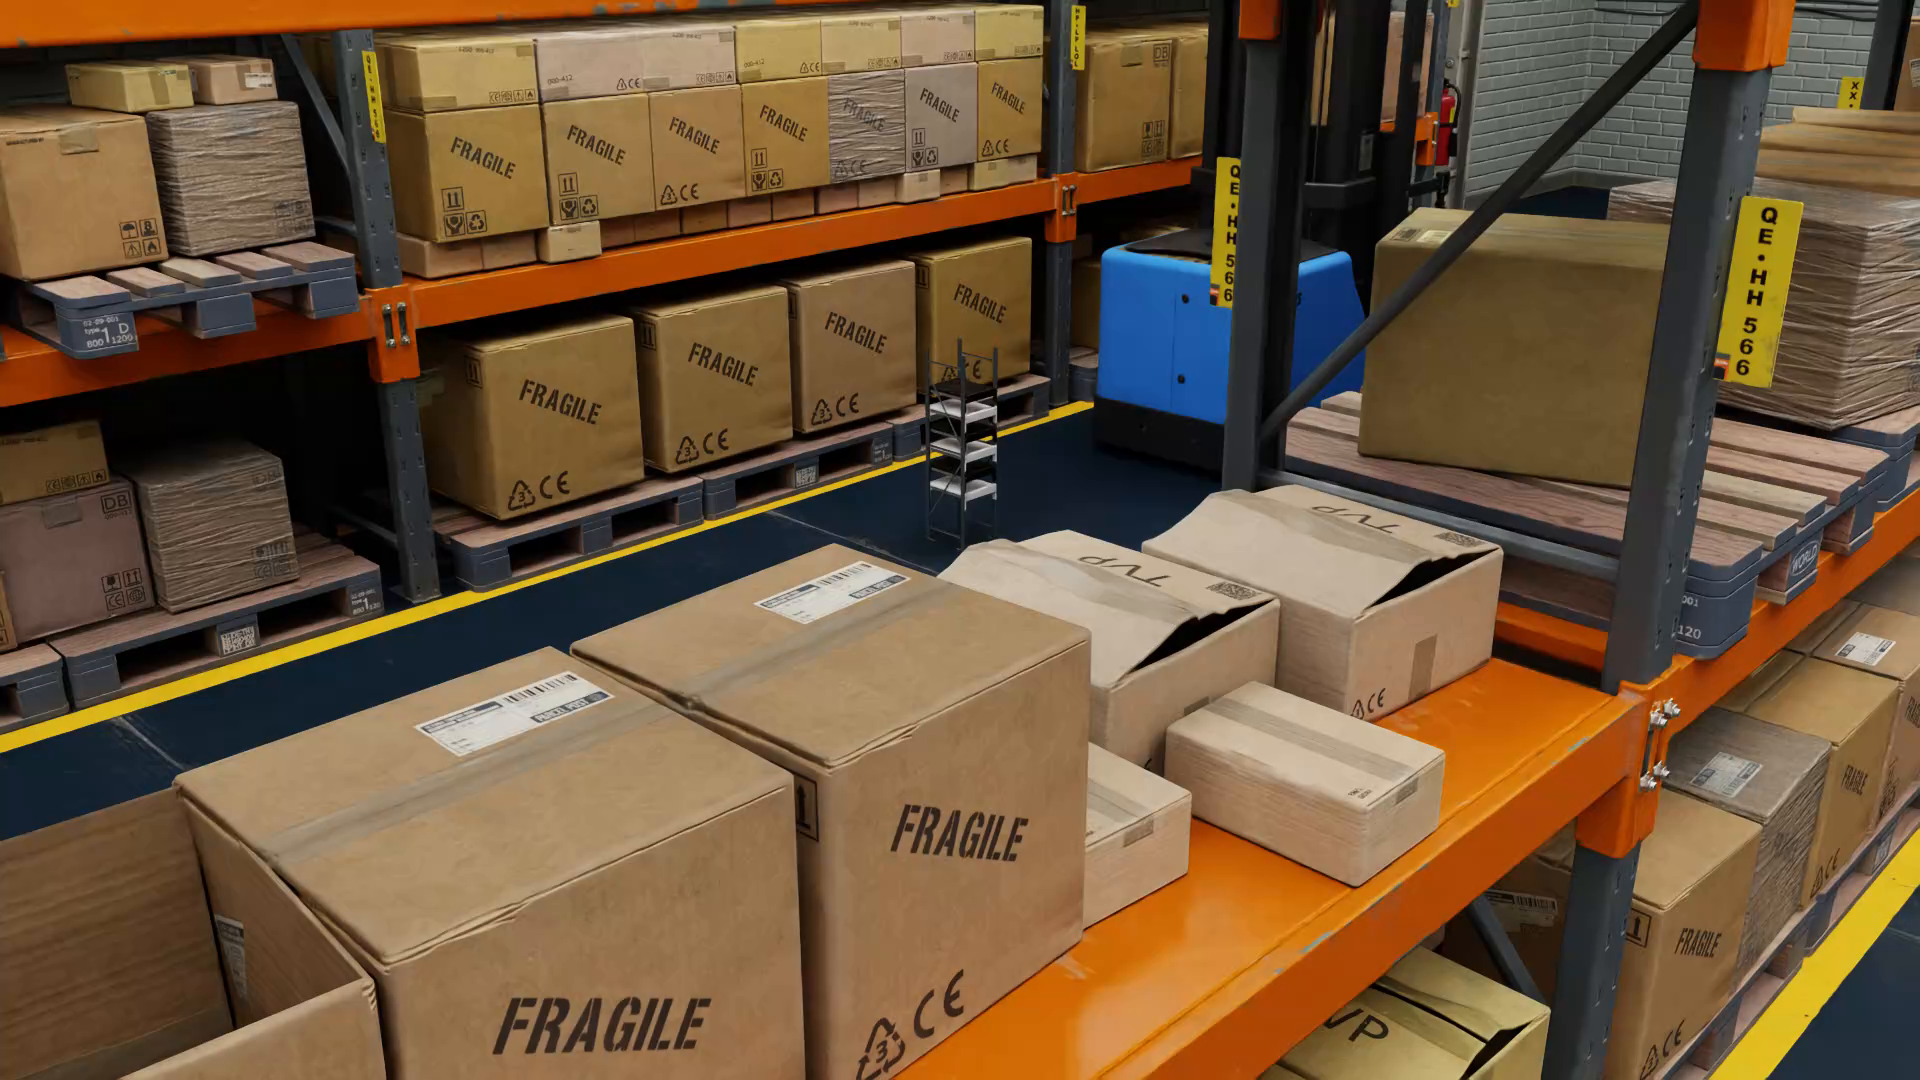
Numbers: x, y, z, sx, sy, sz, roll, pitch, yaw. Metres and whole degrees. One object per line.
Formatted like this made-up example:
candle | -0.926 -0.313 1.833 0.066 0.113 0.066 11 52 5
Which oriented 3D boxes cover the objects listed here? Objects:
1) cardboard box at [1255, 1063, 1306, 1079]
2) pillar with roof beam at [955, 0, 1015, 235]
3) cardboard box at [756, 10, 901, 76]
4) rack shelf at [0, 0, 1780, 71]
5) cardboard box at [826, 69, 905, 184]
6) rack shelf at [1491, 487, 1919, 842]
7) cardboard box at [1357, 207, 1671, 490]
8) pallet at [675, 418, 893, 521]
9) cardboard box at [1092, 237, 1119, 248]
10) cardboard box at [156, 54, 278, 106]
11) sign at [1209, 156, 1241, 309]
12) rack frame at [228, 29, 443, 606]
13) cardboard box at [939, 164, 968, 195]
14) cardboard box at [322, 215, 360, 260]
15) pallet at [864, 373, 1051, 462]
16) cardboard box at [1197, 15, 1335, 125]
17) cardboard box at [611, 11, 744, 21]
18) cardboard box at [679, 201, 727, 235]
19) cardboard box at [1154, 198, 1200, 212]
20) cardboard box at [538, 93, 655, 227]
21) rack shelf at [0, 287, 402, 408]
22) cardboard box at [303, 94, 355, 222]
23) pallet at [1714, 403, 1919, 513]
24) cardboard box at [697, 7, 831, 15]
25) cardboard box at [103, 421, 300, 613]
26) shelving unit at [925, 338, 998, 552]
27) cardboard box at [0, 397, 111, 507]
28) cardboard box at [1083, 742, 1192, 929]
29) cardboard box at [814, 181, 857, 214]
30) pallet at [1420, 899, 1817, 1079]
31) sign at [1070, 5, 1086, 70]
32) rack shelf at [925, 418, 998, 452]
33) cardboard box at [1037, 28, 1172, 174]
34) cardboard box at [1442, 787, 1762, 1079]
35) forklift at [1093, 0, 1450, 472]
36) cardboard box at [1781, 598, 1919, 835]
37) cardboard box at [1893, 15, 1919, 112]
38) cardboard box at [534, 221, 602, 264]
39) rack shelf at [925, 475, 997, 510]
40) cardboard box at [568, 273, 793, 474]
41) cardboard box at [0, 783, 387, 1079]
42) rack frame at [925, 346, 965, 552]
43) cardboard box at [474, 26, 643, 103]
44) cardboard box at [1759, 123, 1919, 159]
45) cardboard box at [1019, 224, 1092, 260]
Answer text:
cardboard box | 0.442 1.129 2.921 0.500 0.311 0.500 19 28 40
pillar with roof beam | 3.181 -4.414 6.516 9.100 9.000 0.400 19 28 41
cardboard box | -0.634 -2.396 7.999 0.500 0.250 0.500 -19 28 -41
rack shelf | -0.406 -0.578 1.719 1.077 0.370 4.000 19 28 41
cardboard box | -0.619 -2.047 8.139 0.500 0.500 0.500 19 28 41
rack shelf | 2.384 -0.206 4.933 1.077 0.370 4.000 19 28 41
cardboard box | 1.347 -0.461 3.867 0.700 0.500 0.500 9 23 23
pallet | -1.108 -0.461 8.480 1.003 0.211 1.213 19 28 41
cardboard box | 1.175 -1.619 10.505 0.700 0.500 0.500 19 28 40
cardboard box | -2.782 -1.725 6.226 0.380 0.149 0.250 15 26 34
sign | 0.594 -0.665 3.620 0.100 0.325 0.005 19 28 41
rack frame | -2.563 -1.267 6.689 1.000 3.000 0.127 19 28 41
cardboard box | -0.178 -1.903 8.667 0.250 0.149 0.380 -19 28 -40
cardboard box | -2.519 -1.307 7.115 0.250 0.149 0.380 -20 28 -41
pallet | -0.257 -0.776 9.300 1.003 0.211 1.213 19 28 41
cardboard box | 2.170 -3.140 11.144 0.980 0.700 0.700 19 28 40
cardboard box | -1.353 -2.387 7.978 0.500 0.250 0.500 18 28 39
cardboard box | -1.290 -1.523 7.679 0.250 0.149 0.380 -20 28 -41
cardboard box | 1.485 -2.141 10.959 0.380 0.149 0.250 19 28 40
cardboard box | -1.669 -1.655 7.117 0.500 0.500 0.500 -19 28 -40
rack shelf | -3.958 -0.417 5.481 1.077 0.370 4.000 19 28 41
cardboard box | -2.422 -1.649 7.102 0.500 0.500 0.500 19 28 41
pallet | 2.342 -0.439 4.804 1.003 0.211 1.213 19 28 41
cardboard box | -0.986 -2.520 8.324 0.500 0.250 0.500 18 27 39
cardboard box | -3.028 -0.107 6.543 0.500 0.500 0.700 -20 29 -41
shelving unit | 0.006 -0.422 7.419 0.258 0.900 0.210 19 28 41
cardboard box | -3.470 -0.326 6.068 0.500 0.250 0.500 -20 28 -41
cardboard box | 0.140 0.431 2.622 0.250 0.149 0.380 -18 27 -38
cardboard box | -0.723 -1.714 8.174 0.380 0.149 0.250 18 28 39
pallet | 1.537 1.091 4.441 1.003 0.211 1.213 19 28 41
sign | 0.623 -2.665 8.824 0.100 0.325 0.005 19 28 41
rack shelf | 0.006 -0.475 7.398 0.258 0.077 0.200 19 28 41
cardboard box | 0.618 -2.570 9.663 0.700 0.700 0.980 -20 28 -41
cardboard box | 1.511 0.888 3.954 0.500 0.500 0.500 -19 28 -40
forklift | 2.051 -2.122 9.010 1.130 2.935 3.031 17 27 38
cardboard box | 2.586 0.489 4.992 0.500 0.500 0.500 18 27 39
cardboard box | 3.947 -1.764 6.451 0.500 0.500 0.500 19 28 41
cardboard box | -1.739 -1.295 7.086 0.250 0.149 0.380 -19 28 -40
rack shelf | 0.006 -0.223 7.495 0.258 0.077 0.200 19 28 41
cardboard box | -1.340 -0.839 7.988 0.750 0.750 0.750 19 28 40
cardboard box | -0.887 0.625 1.628 0.500 0.500 0.500 -18 27 -38
rack frame | -0.065 -0.396 7.351 0.240 0.900 0.006 19 28 41
cardboard box | -1.687 -2.002 6.975 0.500 0.250 0.500 19 28 40
cardboard box | 2.854 -1.040 5.376 0.500 0.500 0.700 -15 26 -34
cardboard box | 0.579 -1.806 10.087 0.380 0.149 0.250 19 28 40
